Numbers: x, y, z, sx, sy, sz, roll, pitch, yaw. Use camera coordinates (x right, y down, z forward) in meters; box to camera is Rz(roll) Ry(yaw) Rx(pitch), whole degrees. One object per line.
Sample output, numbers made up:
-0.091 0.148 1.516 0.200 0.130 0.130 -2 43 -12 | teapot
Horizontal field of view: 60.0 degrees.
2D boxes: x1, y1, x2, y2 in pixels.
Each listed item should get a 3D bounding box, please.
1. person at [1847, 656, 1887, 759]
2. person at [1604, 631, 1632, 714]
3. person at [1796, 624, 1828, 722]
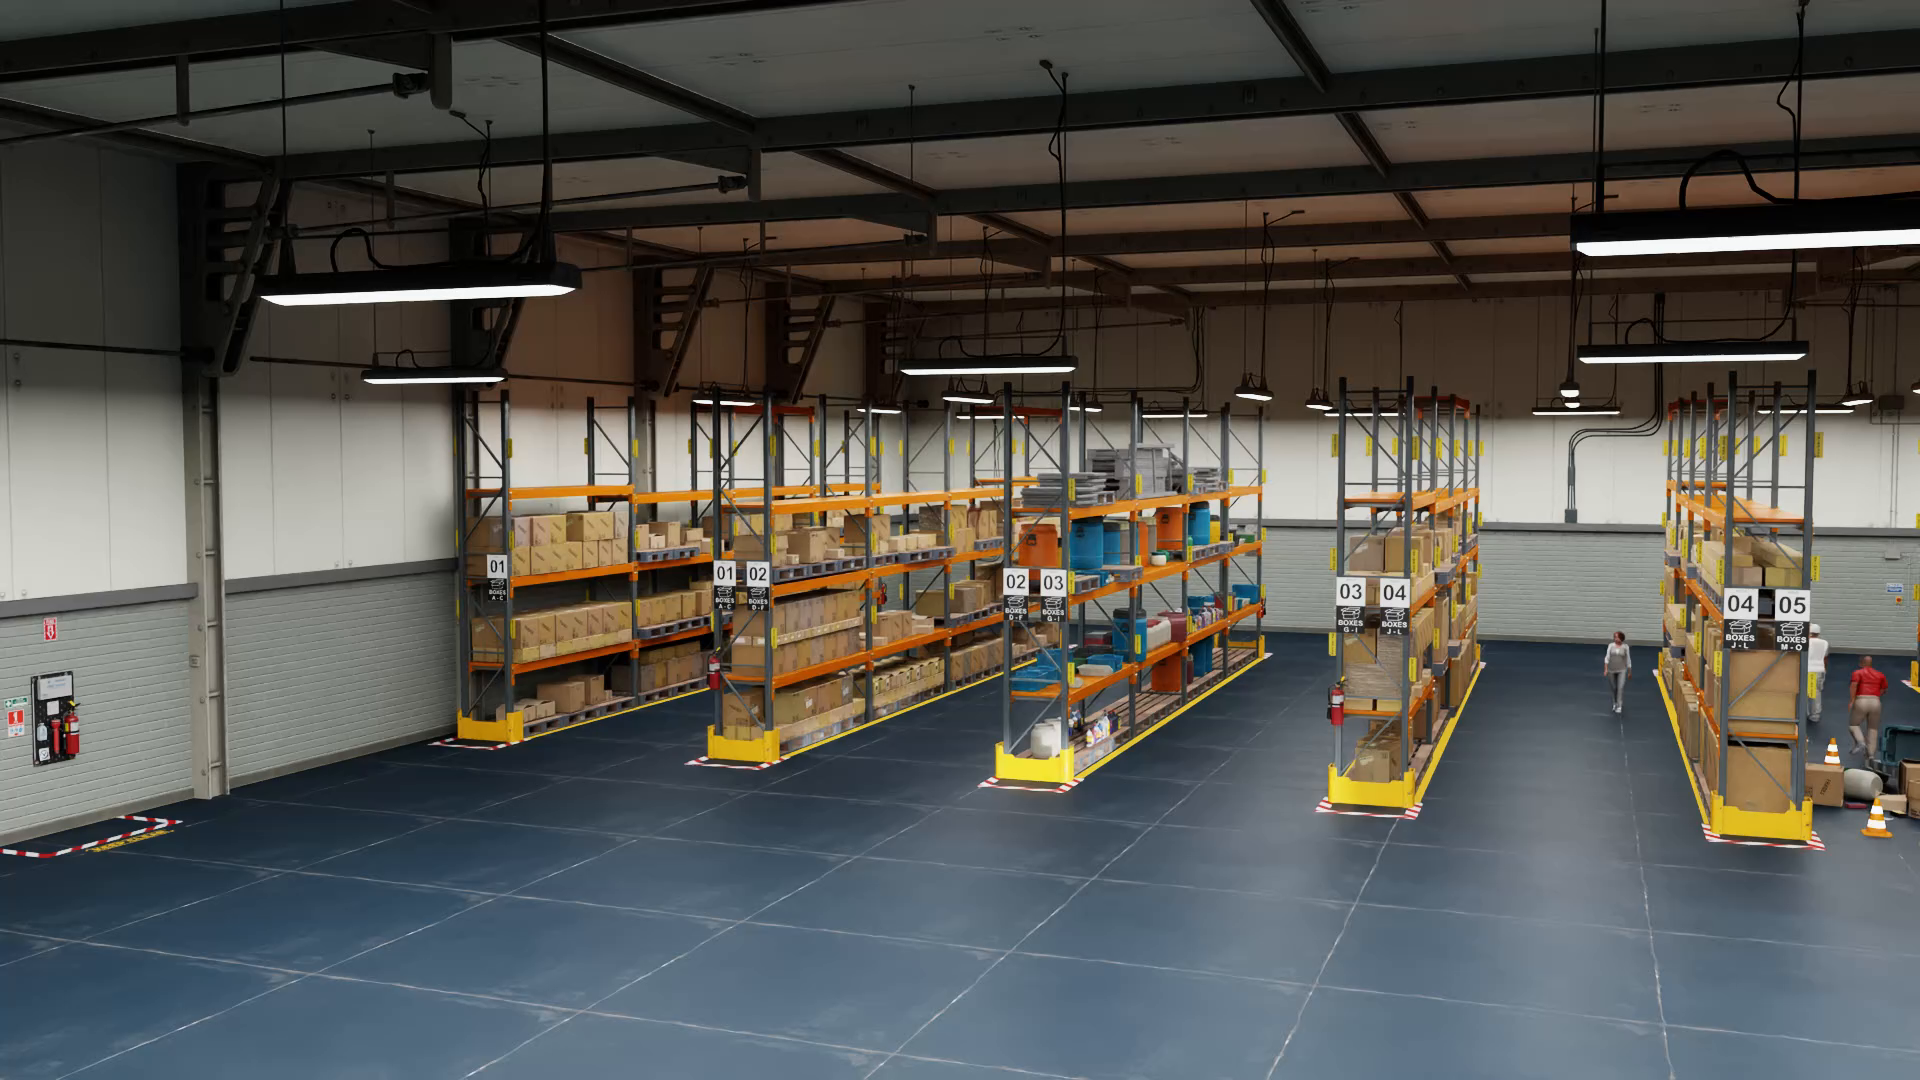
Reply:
14.763 2.708 27.072 0.602 1.616 0.760 1 3 21 | person
12.374 2.487 31.334 0.450 1.545 0.949 2 4 34 | person
15.636 2.429 30.461 0.544 1.782 0.512 0 3 8 | person
